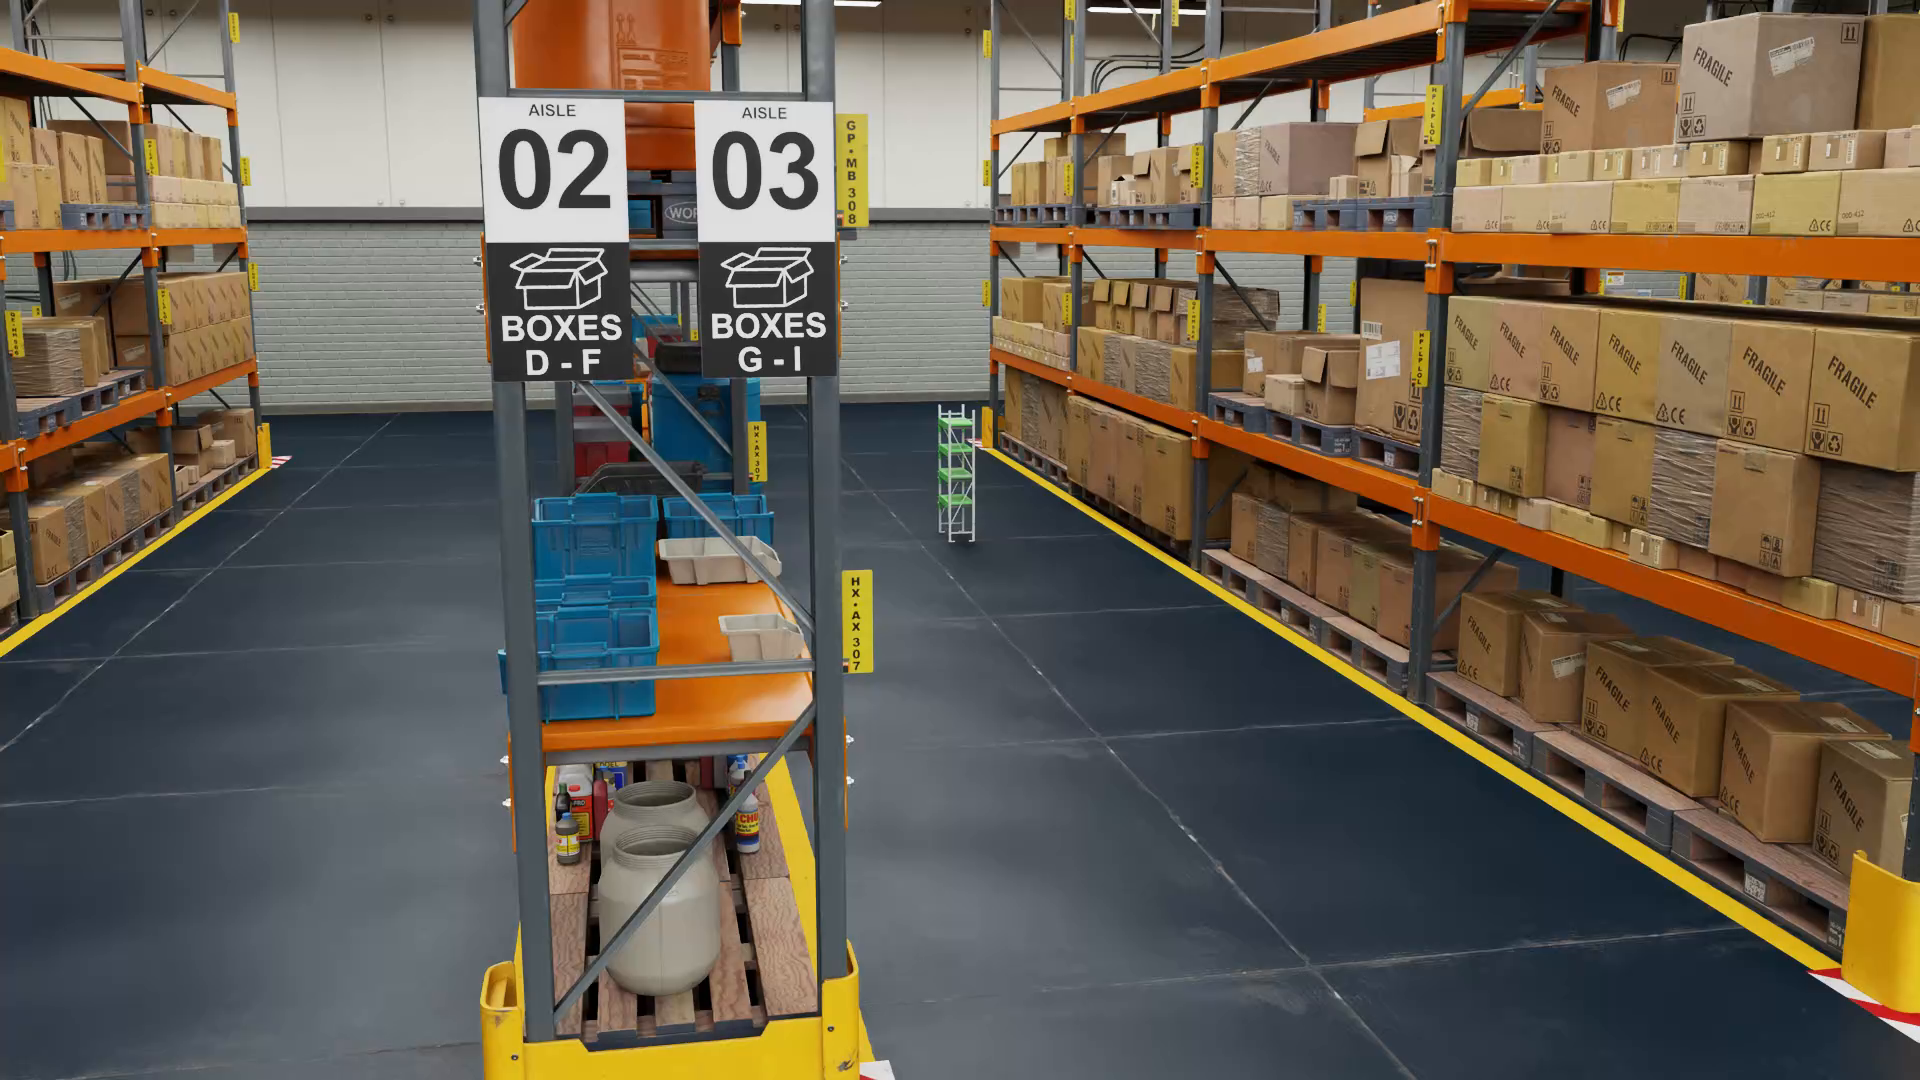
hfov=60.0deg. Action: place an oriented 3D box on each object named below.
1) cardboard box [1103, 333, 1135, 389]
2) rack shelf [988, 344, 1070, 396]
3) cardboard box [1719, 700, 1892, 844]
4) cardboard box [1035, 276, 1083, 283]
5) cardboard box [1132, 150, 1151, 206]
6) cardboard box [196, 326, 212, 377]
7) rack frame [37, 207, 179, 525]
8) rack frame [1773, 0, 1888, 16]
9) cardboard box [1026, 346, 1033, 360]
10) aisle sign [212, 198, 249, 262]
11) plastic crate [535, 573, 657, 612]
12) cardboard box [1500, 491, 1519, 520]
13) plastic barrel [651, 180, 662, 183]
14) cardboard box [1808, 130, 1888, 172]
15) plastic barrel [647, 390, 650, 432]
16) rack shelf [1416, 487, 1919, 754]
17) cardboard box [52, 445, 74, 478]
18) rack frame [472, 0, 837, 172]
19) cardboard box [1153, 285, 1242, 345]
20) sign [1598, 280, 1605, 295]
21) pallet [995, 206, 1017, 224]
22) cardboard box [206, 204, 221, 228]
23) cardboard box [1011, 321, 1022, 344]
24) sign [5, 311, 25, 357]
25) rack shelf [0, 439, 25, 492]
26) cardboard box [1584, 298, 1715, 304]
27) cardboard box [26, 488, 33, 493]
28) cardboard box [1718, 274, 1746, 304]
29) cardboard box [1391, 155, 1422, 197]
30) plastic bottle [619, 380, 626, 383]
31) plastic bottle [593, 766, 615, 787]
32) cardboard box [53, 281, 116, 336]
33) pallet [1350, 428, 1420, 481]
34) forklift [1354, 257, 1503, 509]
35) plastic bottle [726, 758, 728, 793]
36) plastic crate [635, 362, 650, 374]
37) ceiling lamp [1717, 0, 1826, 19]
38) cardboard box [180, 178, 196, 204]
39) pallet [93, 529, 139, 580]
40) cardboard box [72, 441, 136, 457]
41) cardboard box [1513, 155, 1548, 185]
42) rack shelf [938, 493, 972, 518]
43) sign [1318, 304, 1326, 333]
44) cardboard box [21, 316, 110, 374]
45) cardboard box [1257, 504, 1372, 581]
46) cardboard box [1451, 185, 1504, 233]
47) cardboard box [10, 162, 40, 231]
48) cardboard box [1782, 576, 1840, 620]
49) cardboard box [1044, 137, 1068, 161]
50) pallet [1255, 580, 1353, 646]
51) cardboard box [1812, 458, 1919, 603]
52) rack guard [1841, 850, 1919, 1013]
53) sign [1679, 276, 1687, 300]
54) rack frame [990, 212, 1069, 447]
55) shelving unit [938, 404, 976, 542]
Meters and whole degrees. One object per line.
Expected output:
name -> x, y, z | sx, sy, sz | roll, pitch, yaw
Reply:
cardboard box -> 1.703, -1.744, 16.121 | 0.500, 0.500, 0.500 | -2, 11, -12
rack shelf -> 1.275, -1.985, 19.582 | 1.077, 0.370, 4.000 | -2, 11, -11
cardboard box -> 3.743, 1.027, 7.393 | 0.500, 0.500, 0.500 | 1, 11, 4
cardboard box -> 1.238, -3.067, 20.939 | 0.500, 0.500, 0.500 | -2, 11, -10
cardboard box -> 2.023, -3.343, 15.368 | 0.797, 0.503, 0.637 | -2, 11, -12
cardboard box -> -8.084, -1.950, 17.208 | 0.500, 0.500, 0.500 | -2, 11, -11
rack frame -> -8.054, -1.612, 15.699 | 1.000, 3.000, 0.127 | -2, 11, -11
rack frame -> 7.327, -4.347, 14.023 | 1.000, 3.000, 0.127 | -2, 11, -11
cardboard box -> 0.984, -2.175, 19.326 | 0.380, 0.149, 0.250 | -2, 11, -10
aisle sign -> -8.545, -3.647, 19.434 | 0.394, 0.787, 0.004 | -2, 11, -11
plastic crate -> -1.372, 0.282, 6.144 | 0.499, 0.251, 0.408 | -2, 11, -11
cardboard box -> 3.136, -0.194, 8.920 | 0.380, 0.149, 0.250 | -2, 11, -11
plastic barrel -> -1.550, -2.064, 7.586 | 0.600, 0.901, 0.708 | -2, 11, -11
cardboard box -> 3.541, -1.504, 6.445 | 0.380, 0.149, 0.250 | -3, 11, -13
plastic barrel -> -2.007, -0.932, 11.826 | 0.421, 0.512, 0.421 | 0, 11, 0
rack shelf -> 3.609, 0.216, 8.019 | 1.077, 0.370, 4.000 | -2, 11, -11
cardboard box -> -8.005, -0.688, 14.345 | 0.500, 0.250, 0.500 | -2, 11, -11
rack frame -> -0.861, -2.538, 4.517 | 1.000, 3.000, 0.127 | -2, 11, -11
cardboard box -> 2.191, -2.034, 14.966 | 0.797, 0.503, 0.637 | -2, 11, -10
sign -> 7.092, -2.723, 18.439 | 0.100, 0.325, 0.005 | -2, 11, -11
pallet -> 1.040, -4.000, 20.457 | 1.003, 0.211, 1.213 | -2, 11, -11
cardboard box -> -8.277, -3.478, 17.879 | 0.500, 0.250, 0.500 | -2, 11, -11
cardboard box -> 0.916, -2.493, 19.930 | 0.500, 0.250, 0.500 | -2, 11, -13
sign -> -6.732, -1.468, 11.845 | 0.100, 0.325, 0.005 | -2, 11, -11
rack shelf -> -6.887, -0.158, 9.984 | 1.077, 0.370, 4.000 | -2, 11, -11
cardboard box -> 3.676, -1.027, 8.886 | 0.500, 0.500, 0.500 | -2, 11, -11
cardboard box -> -7.789, -0.125, 13.392 | 0.500, 0.500, 0.500 | -3, 11, -13
cardboard box -> 10.528, -3.413, 22.219 | 0.500, 0.500, 0.500 | -2, 11, -13
cardboard box -> 2.939, -2.287, 10.458 | 0.396, 0.266, 0.258 | -2, 11, -9
plastic bottle -> -3.149, -1.468, 15.271 | 0.152, 0.276, 0.135 | -2, 11, -11
plastic bottle -> -1.623, 1.131, 7.590 | 0.097, 0.201, 0.097 | 0, 11, 0
cardboard box -> -8.406, -2.236, 16.033 | 0.500, 0.500, 0.500 | -2, 11, -11
pallet -> 3.214, -0.556, 10.661 | 1.003, 0.211, 1.213 | -2, 11, -11
forklift -> 4.750, -1.751, 16.609 | 3.031, 2.935, 1.130 | 7, 13, 33
plastic bottle -> -1.053, 1.087, 7.825 | 0.097, 0.201, 0.097 | 0, 11, 0
plastic crate -> -3.145, -1.782, 17.136 | 0.396, 0.136, 0.243 | -2, 11, -11
ceiling lamp -> 12.670, -9.469, 25.319 | 2.000, 3.185, 0.800 | -2, 11, -11
cardboard box -> -8.090, -3.540, 16.867 | 0.500, 0.250, 0.500 | -2, 11, -11
pallet -> -7.618, 0.130, 14.005 | 1.003, 0.211, 1.213 | -2, 11, -11
cardboard box -> -8.443, -0.695, 16.386 | 0.500, 0.500, 0.500 | -2, 11, -11
cardboard box -> 3.131, -1.932, 8.693 | 0.380, 0.149, 0.250 | -2, 11, -11
rack shelf -> -0.032, -0.321, 15.354 | 0.258, 0.148, 0.480 | -2, 11, -11
sign -> 2.972, -1.790, 13.745 | 0.100, 0.325, 0.005 | -2, 11, -11
cardboard box -> -8.181, -1.773, 15.151 | 0.700, 0.500, 0.500 | -6, 12, -30
cardboard box -> 2.712, -0.003, 12.752 | 0.700, 0.500, 0.500 | -3, 11, -16
cardboard box -> 3.056, -1.813, 9.130 | 0.500, 0.250, 0.500 | -3, 11, -13
cardboard box -> -7.493, -2.574, 12.460 | 0.910, 0.500, 0.500 | -2, 11, -11
cardboard box -> 3.593, 0.218, 6.755 | 0.380, 0.149, 0.250 | -2, 11, -11
cardboard box -> 1.269, -4.481, 19.085 | 0.500, 0.250, 0.500 | -2, 11, -13
pallet -> 2.826, 0.498, 12.067 | 1.003, 0.211, 1.213 | -2, 11, -11
cardboard box -> 3.918, -0.068, 6.522 | 0.875, 0.500, 0.500 | -2, 11, -11
rack guard -> 3.983, 1.443, 6.331 | 1.175, 0.500, 0.348 | -2, 11, -11
sign -> 10.061, -3.511, 23.147 | 0.100, 0.325, 0.005 | -2, 11, -11
rack frame -> 0.886, -2.705, 21.442 | 1.000, 3.000, 0.127 | -2, 11, -11
shelving unit -> -0.032, -0.620, 15.297 | 0.258, 1.200, 0.503 | -2, 11, -11
